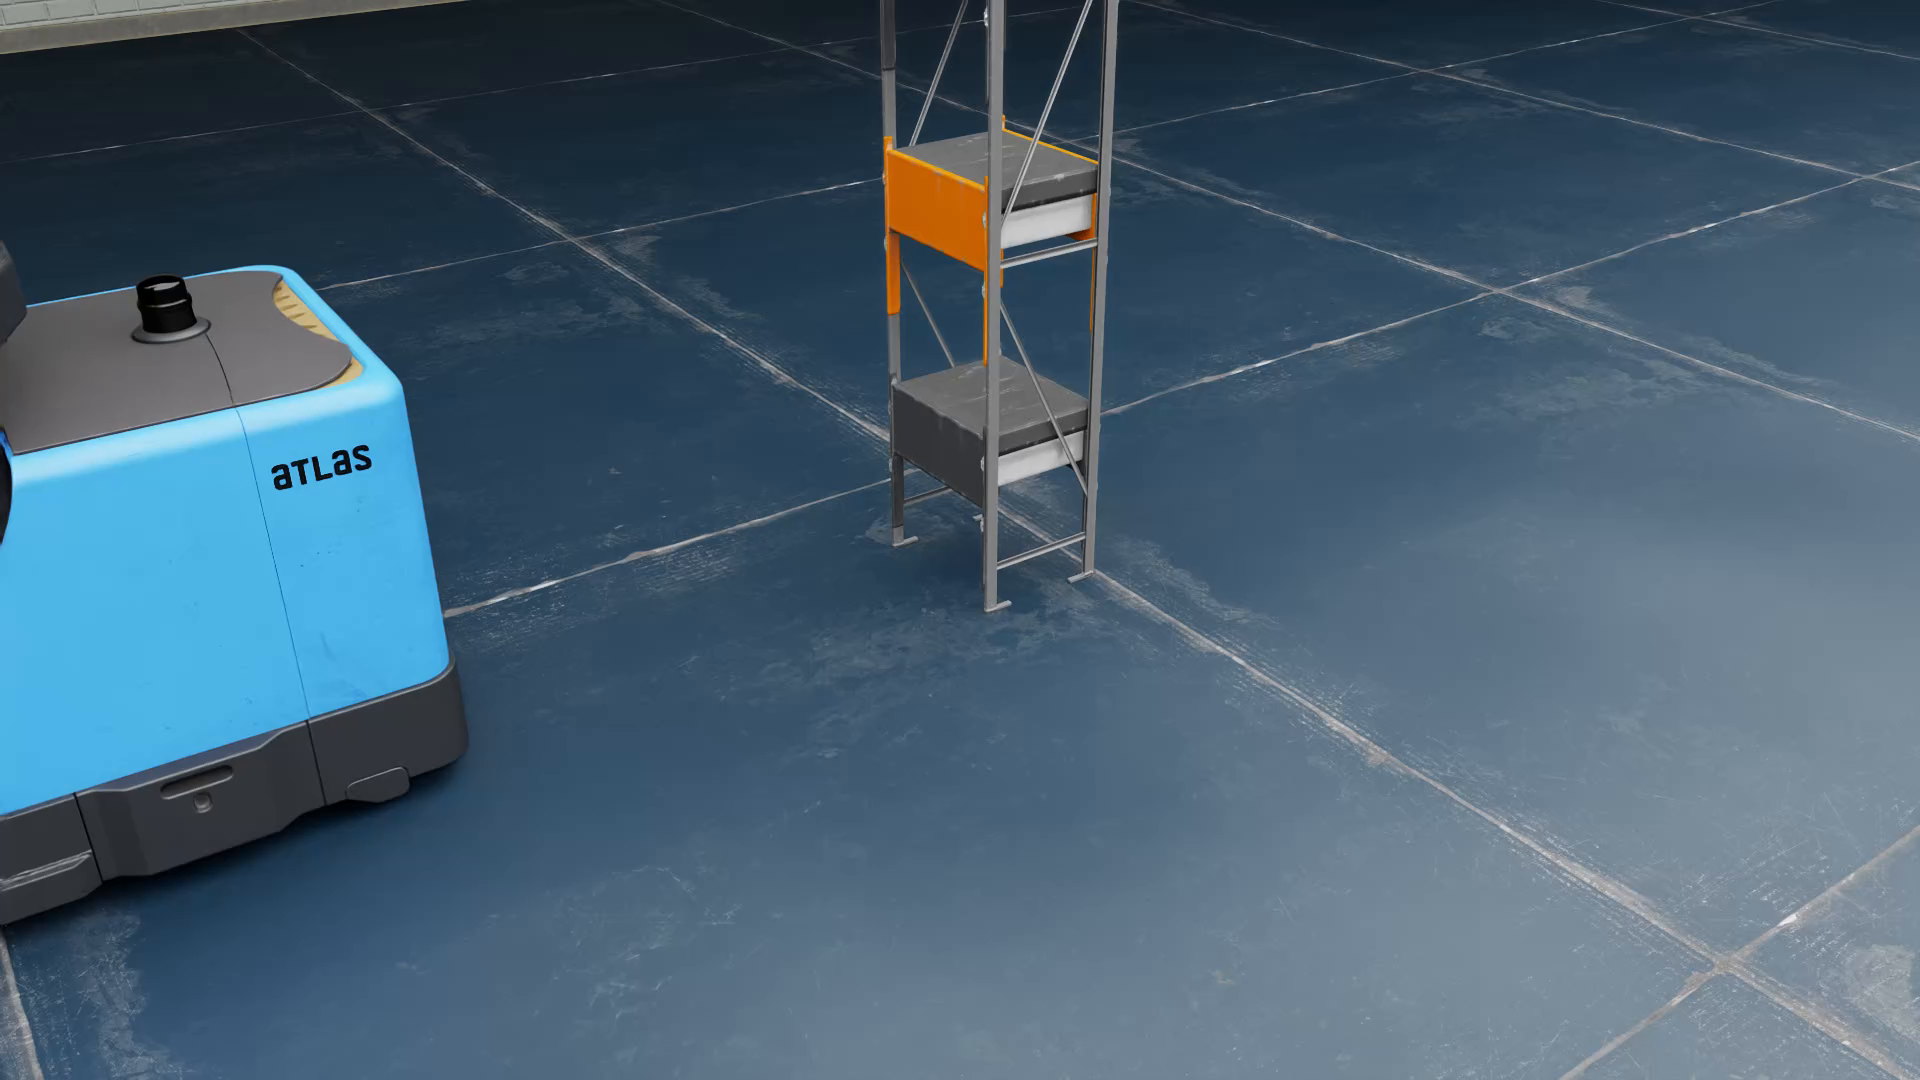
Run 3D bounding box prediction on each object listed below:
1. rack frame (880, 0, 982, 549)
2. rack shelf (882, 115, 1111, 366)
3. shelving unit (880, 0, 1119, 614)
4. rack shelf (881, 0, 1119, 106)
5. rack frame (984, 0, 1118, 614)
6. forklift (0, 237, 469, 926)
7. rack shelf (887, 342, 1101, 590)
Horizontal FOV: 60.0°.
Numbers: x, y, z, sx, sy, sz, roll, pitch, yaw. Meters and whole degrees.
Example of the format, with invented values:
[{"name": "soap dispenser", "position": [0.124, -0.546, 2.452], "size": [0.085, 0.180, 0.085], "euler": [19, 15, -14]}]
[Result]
[{"name": "rack frame", "position": [-0.046, -0.953, 4.805], "size": [0.400, 2.100, 0.015], "euler": [-19, 34, -31]}, {"name": "rack shelf", "position": [0.096, -0.846, 4.637], "size": [0.431, 0.518, 0.480], "euler": [-19, 34, -31]}, {"name": "shelving unit", "position": [0.096, -0.858, 4.630], "size": [0.431, 2.100, 0.503], "euler": [-19, 34, -31]}, {"name": "rack shelf", "position": [0.096, -1.461, 4.303], "size": [0.431, 0.518, 0.480], "euler": [-19, 34, -31]}, {"name": "rack frame", "position": [0.238, -0.763, 4.456], "size": [0.400, 2.100, 0.015], "euler": [-19, 34, -31]}, {"name": "forklift", "position": [-2.736, -0.499, 3.097], "size": [3.031, 2.935, 1.130], "euler": [-18, 33, -29]}, {"name": "rack shelf", "position": [0.096, -0.231, 4.971], "size": [0.431, 0.518, 0.480], "euler": [-19, 34, -31]}]
